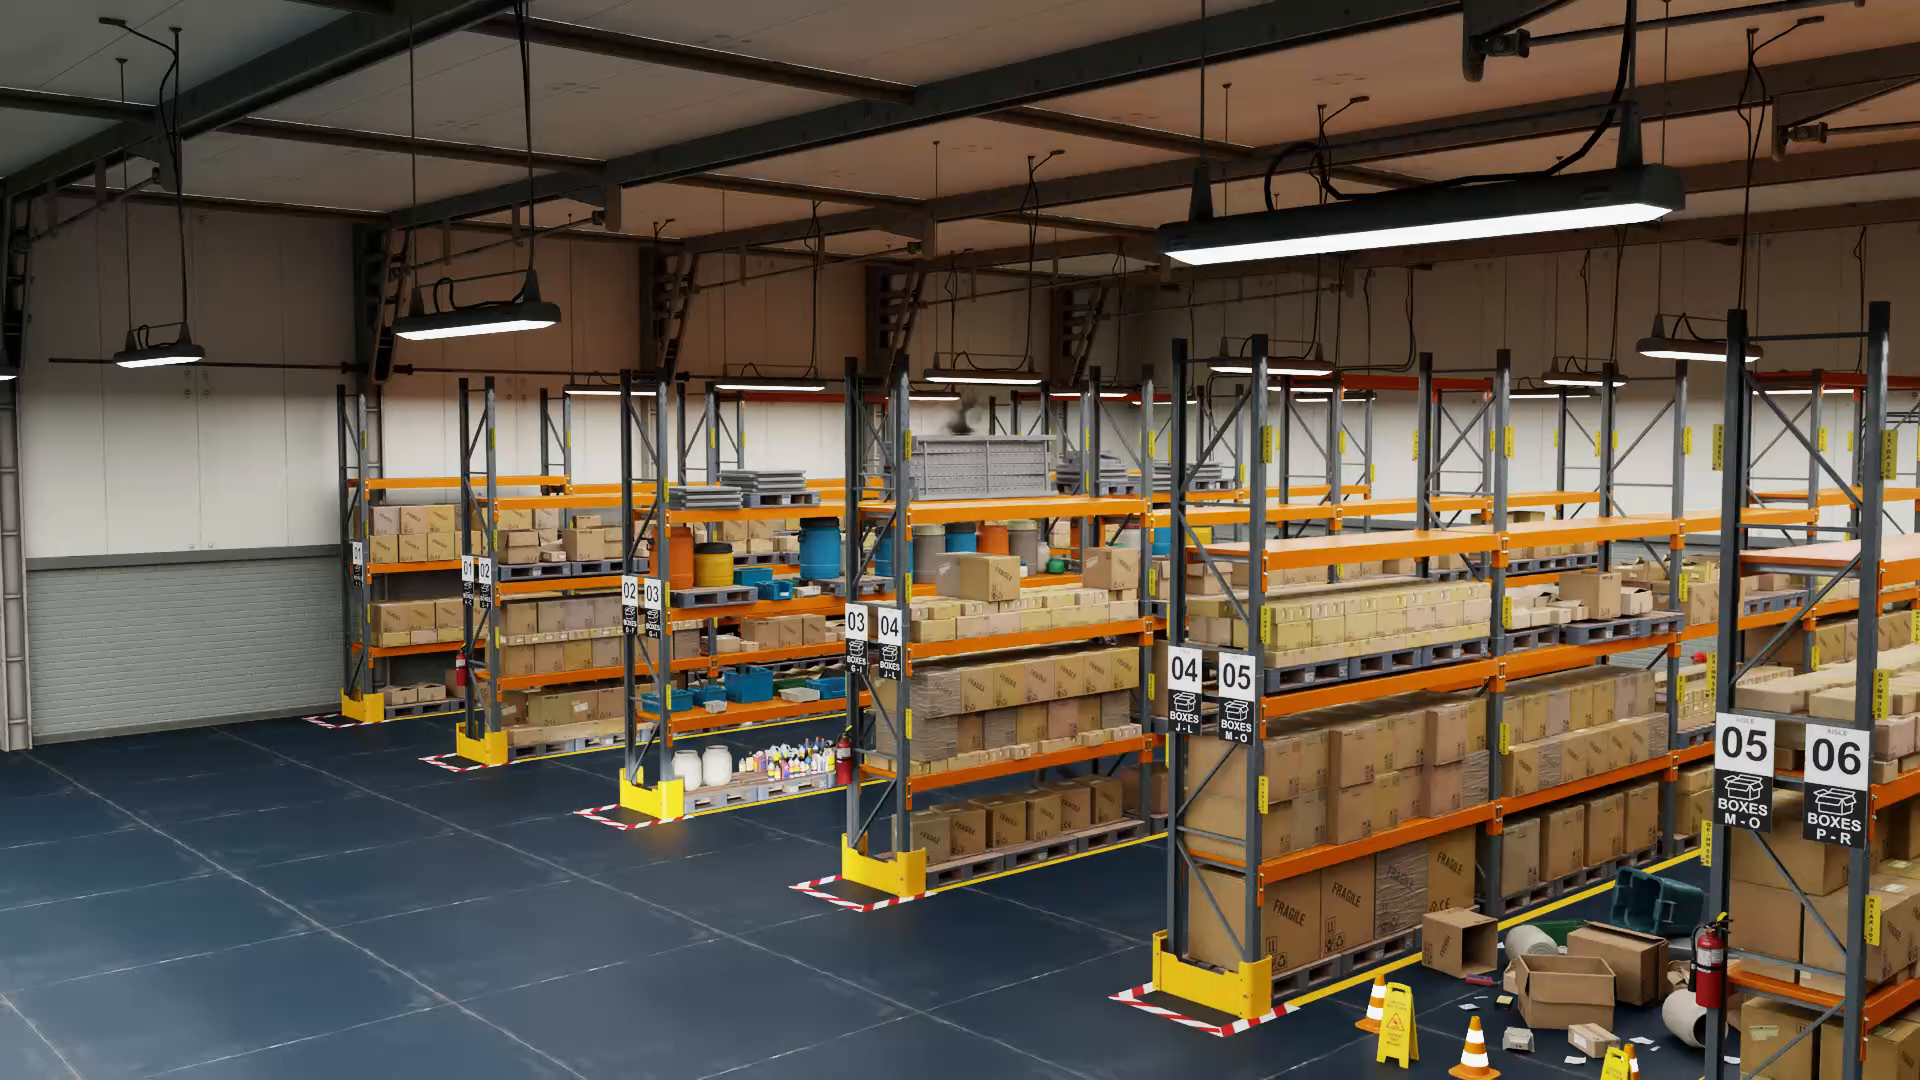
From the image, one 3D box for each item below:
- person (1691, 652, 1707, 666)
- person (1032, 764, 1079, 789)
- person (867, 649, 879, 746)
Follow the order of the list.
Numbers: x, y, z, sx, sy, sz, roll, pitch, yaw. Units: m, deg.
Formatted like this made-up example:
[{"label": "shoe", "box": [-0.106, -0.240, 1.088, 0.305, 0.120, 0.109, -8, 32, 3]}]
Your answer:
[{"label": "person", "box": [11.344, 2.599, 25.625, 0.585, 1.748, 0.662, -3, 5, -37]}, {"label": "person", "box": [1.276, 2.773, 22.979, 0.970, 1.707, 0.656, -4, 5, -44]}, {"label": "person", "box": [-1.351, 2.546, 27.457, 0.759, 1.705, 0.554, -3, 5, -39]}]
